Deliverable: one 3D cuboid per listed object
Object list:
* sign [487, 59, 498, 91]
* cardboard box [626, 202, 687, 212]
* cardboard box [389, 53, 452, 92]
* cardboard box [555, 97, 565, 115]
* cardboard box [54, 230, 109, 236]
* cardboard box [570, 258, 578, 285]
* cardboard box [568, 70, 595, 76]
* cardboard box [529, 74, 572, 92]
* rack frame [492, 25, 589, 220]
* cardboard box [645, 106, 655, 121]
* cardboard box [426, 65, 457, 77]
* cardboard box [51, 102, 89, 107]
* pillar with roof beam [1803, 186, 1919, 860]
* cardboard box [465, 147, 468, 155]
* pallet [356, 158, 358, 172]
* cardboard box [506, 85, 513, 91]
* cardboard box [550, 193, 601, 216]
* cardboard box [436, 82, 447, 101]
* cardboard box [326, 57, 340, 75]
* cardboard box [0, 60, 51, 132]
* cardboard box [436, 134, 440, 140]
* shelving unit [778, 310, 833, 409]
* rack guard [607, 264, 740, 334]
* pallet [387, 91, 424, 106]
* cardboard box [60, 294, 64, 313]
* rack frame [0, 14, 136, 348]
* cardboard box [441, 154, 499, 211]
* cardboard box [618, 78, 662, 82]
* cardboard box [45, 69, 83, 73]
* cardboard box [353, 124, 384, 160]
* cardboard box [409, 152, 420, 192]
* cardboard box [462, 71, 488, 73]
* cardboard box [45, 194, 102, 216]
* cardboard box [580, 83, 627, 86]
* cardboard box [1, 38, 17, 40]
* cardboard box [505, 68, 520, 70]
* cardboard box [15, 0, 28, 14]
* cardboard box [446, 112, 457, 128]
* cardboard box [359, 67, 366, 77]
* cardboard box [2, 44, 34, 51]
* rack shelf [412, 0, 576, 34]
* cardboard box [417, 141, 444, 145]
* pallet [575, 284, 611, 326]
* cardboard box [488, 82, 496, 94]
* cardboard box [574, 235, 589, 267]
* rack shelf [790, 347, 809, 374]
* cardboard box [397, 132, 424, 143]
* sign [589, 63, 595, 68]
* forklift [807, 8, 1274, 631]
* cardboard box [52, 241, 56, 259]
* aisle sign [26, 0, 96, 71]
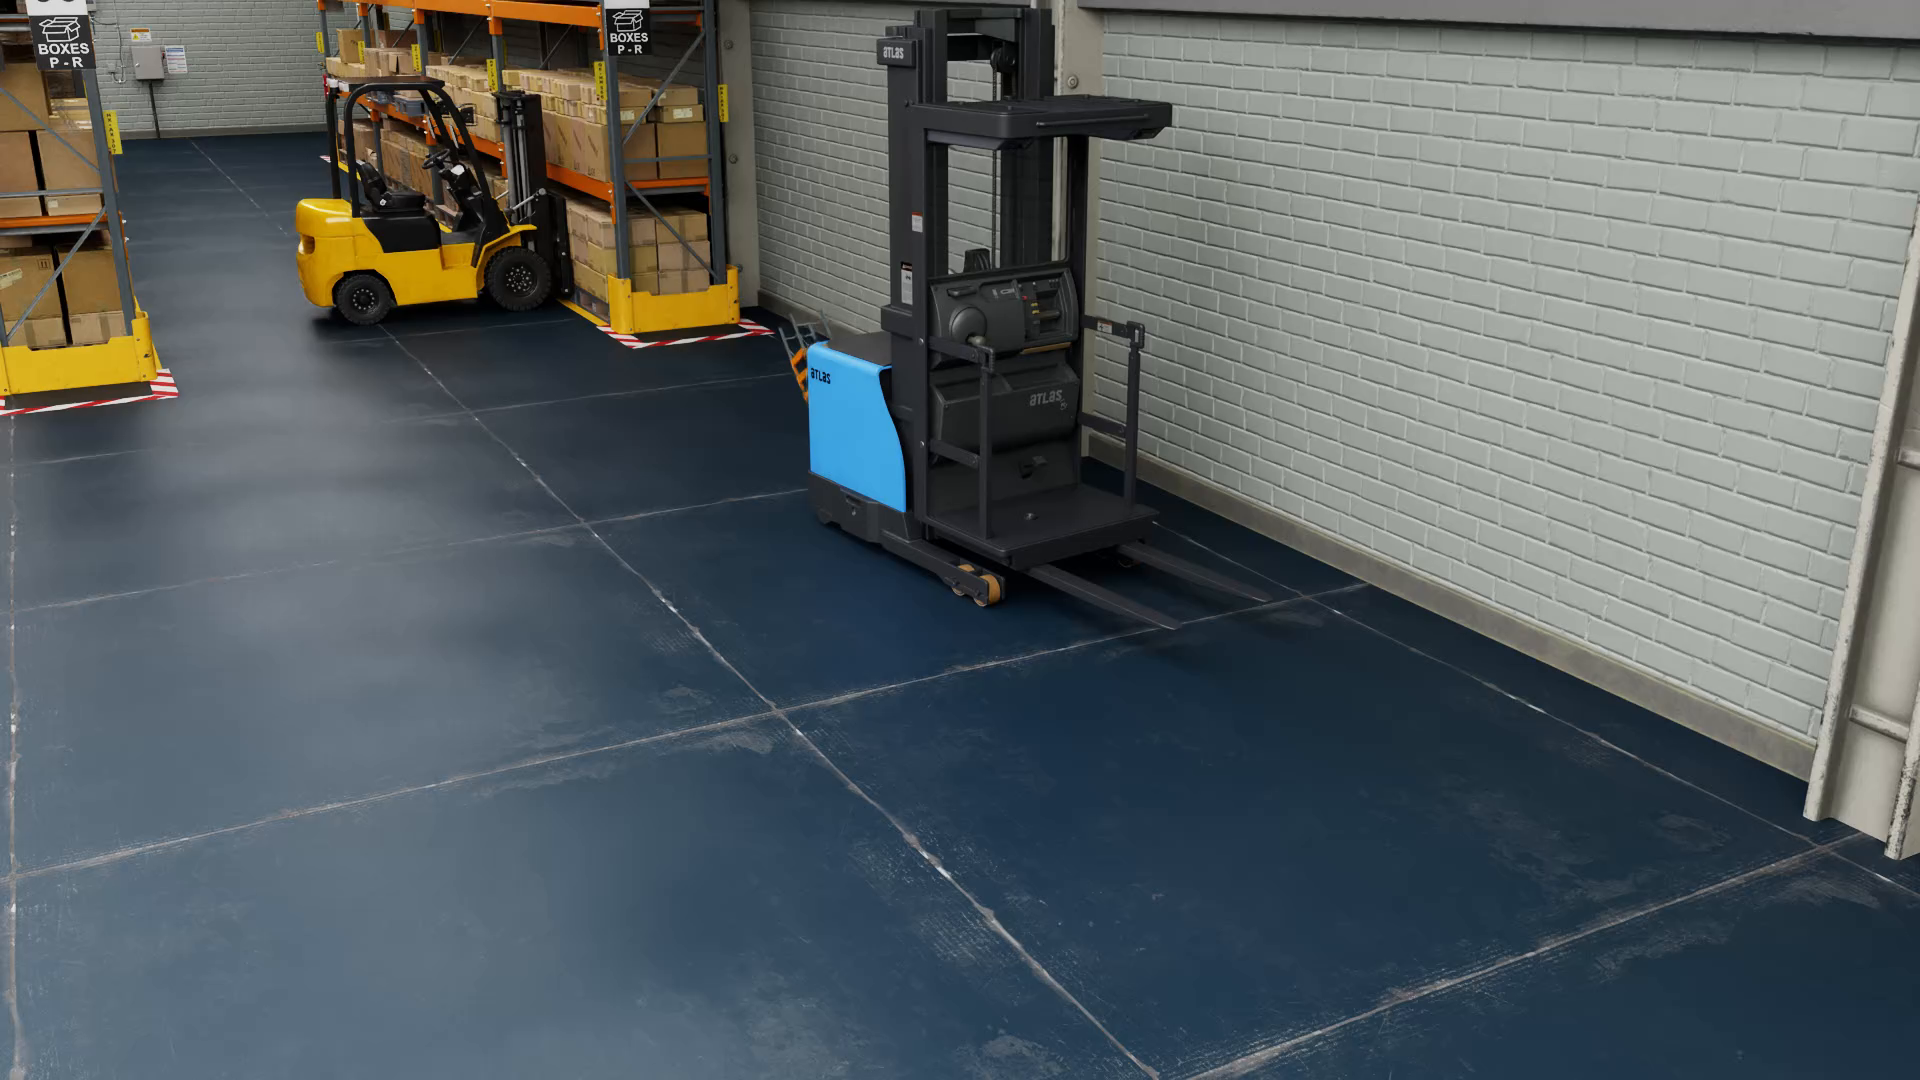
[{"bbox_3d":[-5.009,-4.984,17.822,0.100,0.325,0.005,-10,21,-27],"label":"sign"},{"bbox_3d":[-2.939,-3.094,16.038,0.500,0.250,0.500,-10,21,-27],"label":"cardboard box"},{"bbox_3d":[-7.374,-6.396,22.767,0.797,0.503,0.637,-11,22,-28],"label":"cardboard box"},{"bbox_3d":[-3.679,-4.187,16.019,0.380,0.149,0.250,-10,21,-26],"label":"cardboard box"},{"bbox_3d":[-7.638,-2.472,14.617,0.500,0.500,0.500,-10,21,-26],"label":"cardboard box"},{"bbox_3d":[-3.595,-2.686,16.389,0.500,0.250,0.500,-10,21,-26],"label":"cardboard box"},{"bbox_3d":[-3.899,-4.858,17.508,0.380,0.149,0.250,-10,22,-27],"label":"cardboard box"},{"bbox_3d":[-4.134,-4.625,16.832,0.380,0.149,0.250,-10,22,-28],"label":"cardboard box"},{"bbox_3d":[-4.536,-4.561,18.250,1.000,3.000,0.127,-10,21,-27],"label":"rack frame"},{"bbox_3d":[-2.743,-3.965,15.375,0.380,0.149,0.250,-10,21,-27],"label":"cardboard box"},{"bbox_3d":[-6.544,-5.926,21.058,0.380,0.149,0.250,-9,21,-25],"label":"cardboard box"},{"bbox_3d":[-8.223,-3.743,15.271,0.500,0.500,0.500,-9,21,-25],"label":"cardboard box"},{"bbox_3d":[-0.265,-2.476,3.012,9.100,9.000,0.400,-10,21,-27],"label":"pillar with roof beam"},{"bbox_3d":[-6.512,-5.311,22.618,0.380,0.149,0.250,-9,21,-25],"label":"cardboard box"},{"bbox_3d":[-9.244,-6.087,26.948,1.003,0.211,1.213,-10,21,-27],"label":"pallet"},{"bbox_3d":[-4.616,-4.782,17.744,0.380,0.149,0.250,-10,22,-28],"label":"cardboard box"},{"bbox_3d":[-3.860,-3.303,16.645,0.500,0.250,0.500,-10,22,-28],"label":"cardboard box"},{"bbox_3d":[-6.203,-5.565,20.625,0.500,0.250,0.500,-9,21,-25],"label":"cardboard box"},{"bbox_3d":[-10.256,-7.903,27.710,0.500,0.250,0.500,-10,21,-26],"label":"cardboard box"},{"bbox_3d":[-7.438,-3.416,12.790,0.700,0.500,0.500,-11,22,-28],"label":"cardboard box"},{"bbox_3d":[-7.426,-5.820,24.093,0.380,0.149,0.250,-9,21,-25],"label":"cardboard box"},{"bbox_3d":[-0.810,-0.868,10.501,0.258,1.200,0.189,-13,-15,-33],"label":"shelving unit"},{"bbox_3d":[-2.625,-2.224,15.310,1.175,0.500,0.348,-10,21,-27],"label":"rack guard"},{"bbox_3d":[-7.363,-6.176,23.225,1.003,0.211,1.213,-10,21,-27],"label":"pallet"},{"bbox_3d":[-8.343,-2.175,14.907,0.500,0.250,0.500,-10,22,-27],"label":"cardboard box"},{"bbox_3d":[-7.003,-2.643,12.691,1.000,3.000,0.127,-10,21,-27],"label":"rack frame"},{"bbox_3d":[-6.152,-4.604,21.371,0.875,0.625,0.625,-9,21,-25],"label":"cardboard box"},{"bbox_3d":[-3.130,-4.426,16.256,0.380,0.149,0.250,-11,22,-28],"label":"cardboard box"},{"bbox_3d":[-8.815,-4.674,16.330,0.380,0.149,0.250,-10,21,-27],"label":"cardboard box"},{"bbox_3d":[-9.493,-6.413,26.807,0.500,0.500,0.500,-10,21,-26],"label":"cardboard box"},{"bbox_3d":[-7.305,-5.109,23.027,0.500,0.500,0.500,-9,21,-24],"label":"cardboard box"},{"bbox_3d":[-5.713,-5.497,19.816,0.380,0.149,0.250,-10,21,-27],"label":"cardboard box"},{"bbox_3d":[-6.983,-2.653,13.107,0.380,0.149,0.250,-10,21,-26],"label":"cardboard box"},{"bbox_3d":[-3.338,-4.197,15.592,0.380,0.149,0.250,-10,21,-26],"label":"cardboard box"},{"bbox_3d":[-11.759,-5.856,20.319,0.500,0.500,0.500,-10,21,-27],"label":"cardboard box"},{"bbox_3d":[-5.578,-5.713,20.440,0.380,0.149,0.250,-10,21,-27],"label":"cardboard box"},{"bbox_3d":[-7.079,-4.149,12.843,0.380,0.149,0.250,-11,22,-28],"label":"cardboard box"},{"bbox_3d":[-5.955,-5.181,20.277,0.500,0.250,0.500,-11,22,-28],"label":"cardboard box"},{"bbox_3d":[-8.792,-7.035,25.195,0.500,0.250,0.500,-9,21,-25],"label":"cardboard box"},{"bbox_3d":[-8.885,-4.291,15.327,0.700,0.500,0.500,-10,22,-27],"label":"cardboard box"},{"bbox_3d":[-5.486,-6.213,19.542,1.077,0.370,4.000,-10,21,-27],"label":"rack shelf"},{"bbox_3d":[-7.222,-5.374,22.800,0.380,0.149,0.250,-9,21,-25],"label":"cardboard box"},{"bbox_3d":[-3.037,-2.307,15.994,1.003,0.211,1.213,-10,21,-27],"label":"pallet"},{"bbox_3d":[-5.032,-5.050,18.519,0.380,0.149,0.250,-10,22,-27],"label":"cardboard box"},{"bbox_3d":[-3.372,-2.784,15.907,0.500,0.250,0.500,-10,22,-27],"label":"cardboard box"},{"bbox_3d":[-0.922,-1.156,10.567,0.258,0.103,0.180,-13,-15,-33],"label":"rack shelf"},{"bbox_3d":[-7.925,-5.821,24.095,0.380,0.149,0.250,-10,22,-28],"label":"cardboard box"},{"bbox_3d":[-4.049,-5.094,18.346,0.100,0.325,0.005,-10,21,-27],"label":"sign"},{"bbox_3d":[0.372,-1.220,8.674,1.130,2.935,3.031,-13,23,-34],"label":"forklift"},{"bbox_3d":[-8.596,-2.681,15.224,0.500,0.500,0.500,-9,21,-24],"label":"cardboard box"},{"bbox_3d":[-6.701,-3.902,12.354,0.394,0.787,0.004,-10,21,-27],"label":"aisle sign"}]
